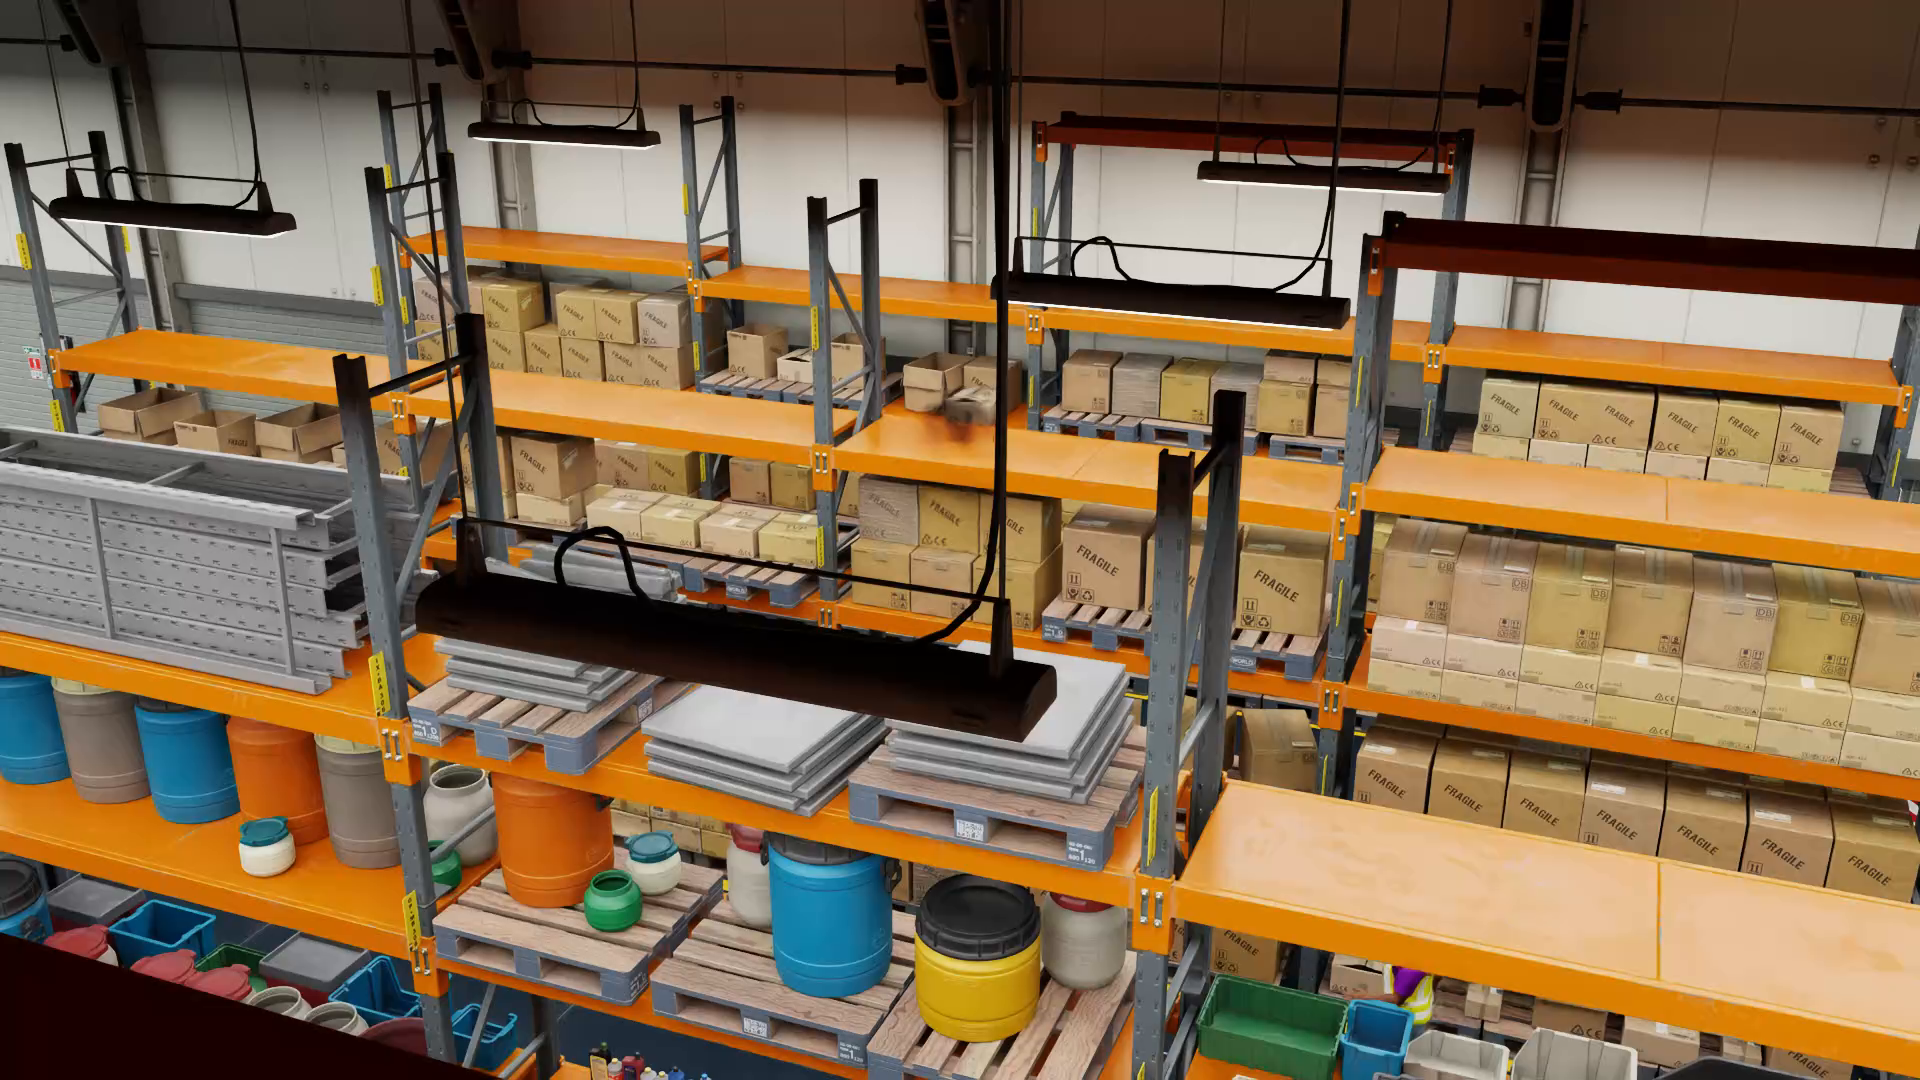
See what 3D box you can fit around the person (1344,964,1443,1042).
[{"bbox_3d":[3.055,3.237,11.521,0.953,1.766,0.633,8,22,20],"label":"person"}]
